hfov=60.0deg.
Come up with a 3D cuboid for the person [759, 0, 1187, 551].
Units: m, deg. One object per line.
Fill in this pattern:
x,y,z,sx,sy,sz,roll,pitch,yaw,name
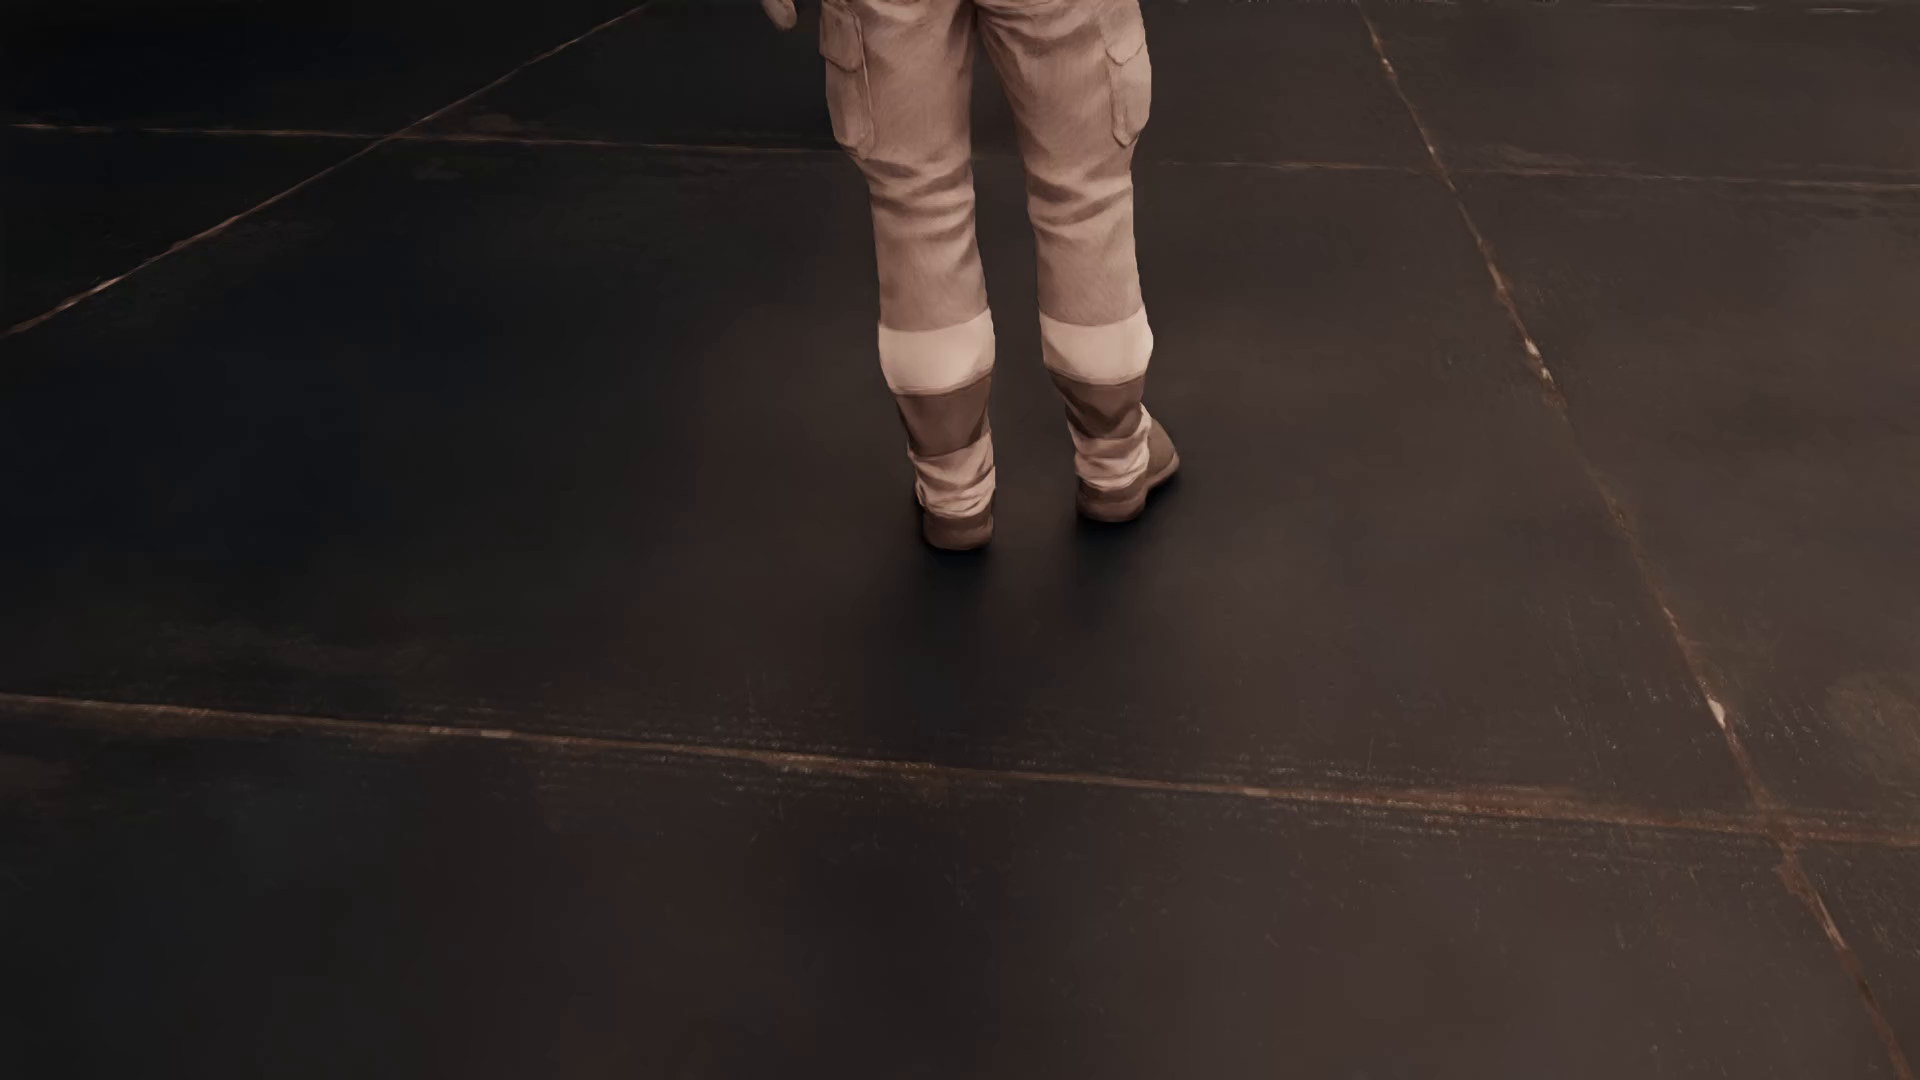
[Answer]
0.022,-0.842,2.168,0.637,1.787,0.563,3,27,7,person
